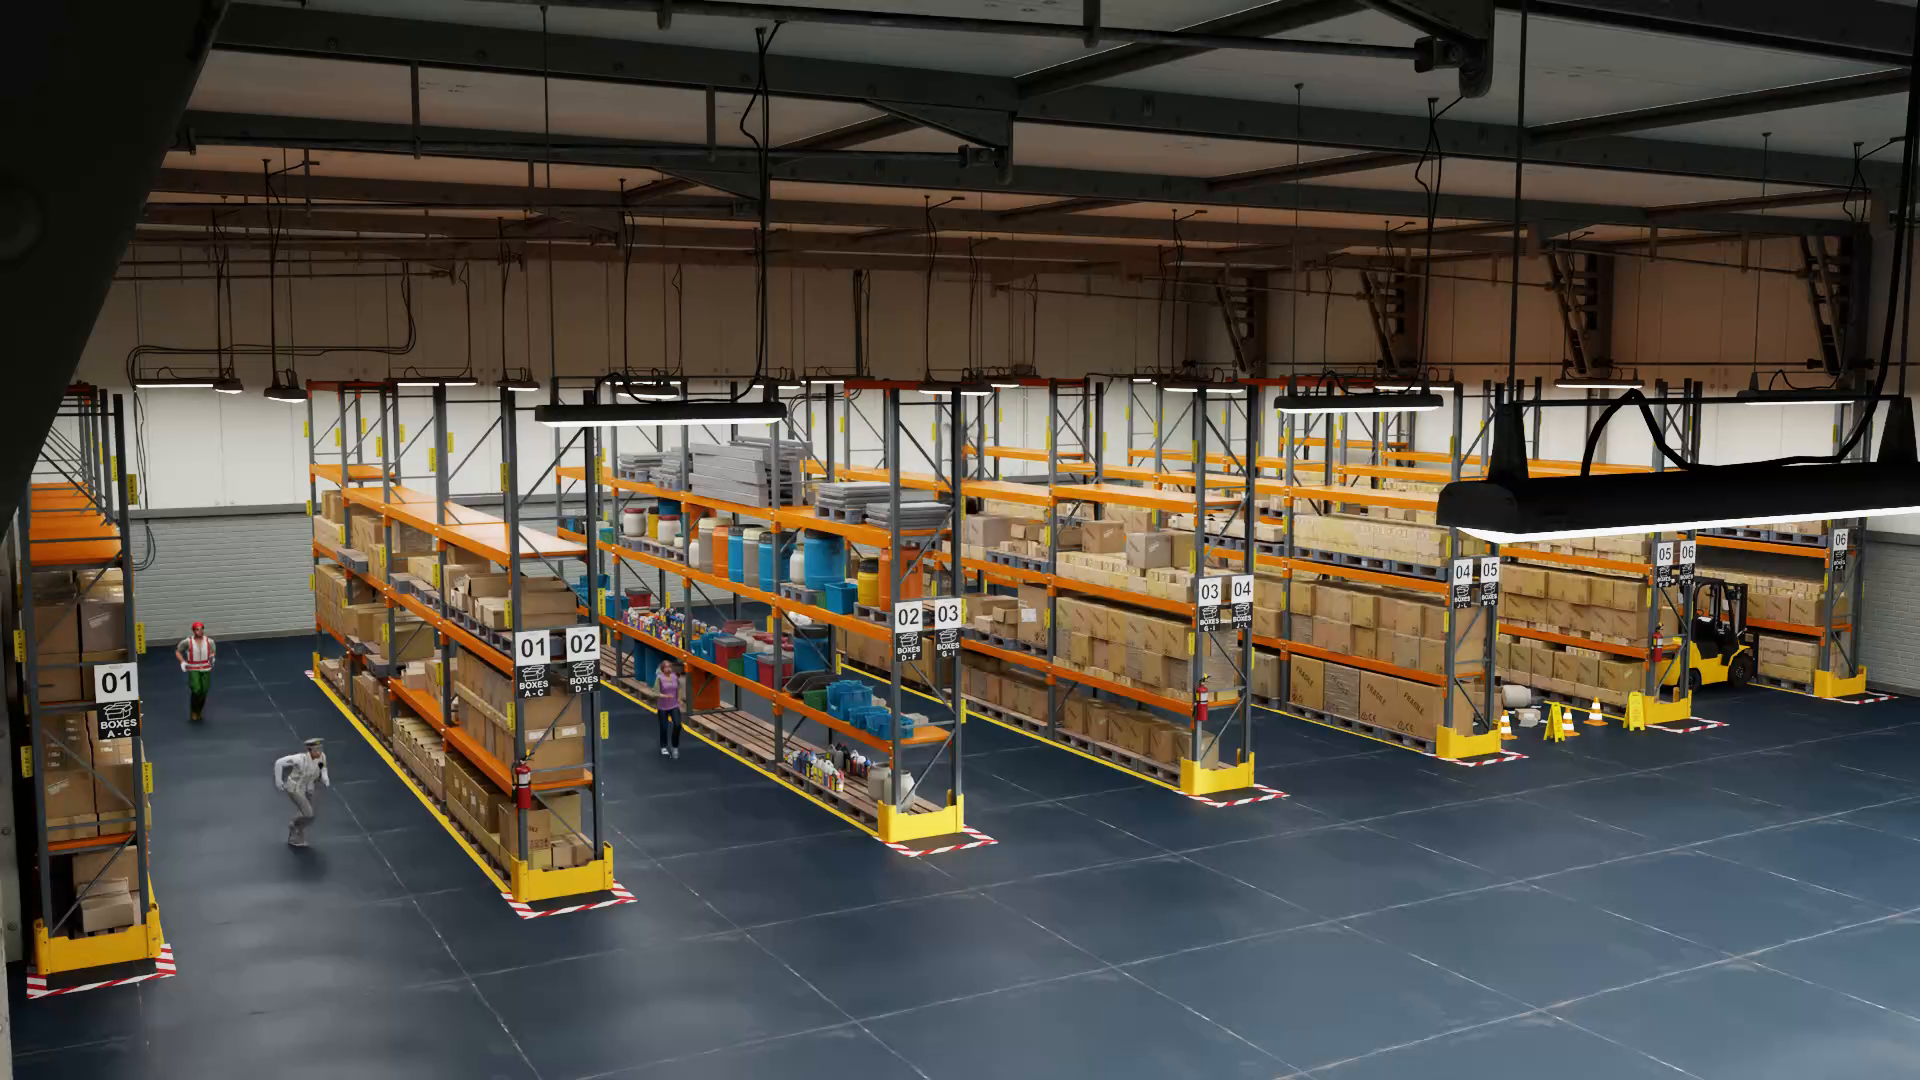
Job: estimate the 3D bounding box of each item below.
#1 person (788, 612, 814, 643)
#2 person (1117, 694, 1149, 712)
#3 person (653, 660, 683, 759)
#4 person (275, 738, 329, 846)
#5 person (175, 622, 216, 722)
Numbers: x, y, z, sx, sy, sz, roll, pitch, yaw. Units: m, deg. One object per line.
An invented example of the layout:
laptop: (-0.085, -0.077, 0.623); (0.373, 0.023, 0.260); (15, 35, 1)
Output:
person: (-3.158, 1.979, 33.391); (0.607, 1.705, 0.802); (-3, 7, -25)
person: (3.157, 2.426, 29.853); (0.713, 1.552, 0.912); (-6, 9, -44)
person: (-4.651, 2.713, 26.595); (0.507, 1.597, 0.667); (-3, 7, -23)
person: (-8.549, 3.296, 21.603); (0.815, 1.497, 0.626); (4, 7, 32)
person: (-13.443, 2.325, 29.390); (0.634, 1.773, 0.674); (-5, 8, -40)
